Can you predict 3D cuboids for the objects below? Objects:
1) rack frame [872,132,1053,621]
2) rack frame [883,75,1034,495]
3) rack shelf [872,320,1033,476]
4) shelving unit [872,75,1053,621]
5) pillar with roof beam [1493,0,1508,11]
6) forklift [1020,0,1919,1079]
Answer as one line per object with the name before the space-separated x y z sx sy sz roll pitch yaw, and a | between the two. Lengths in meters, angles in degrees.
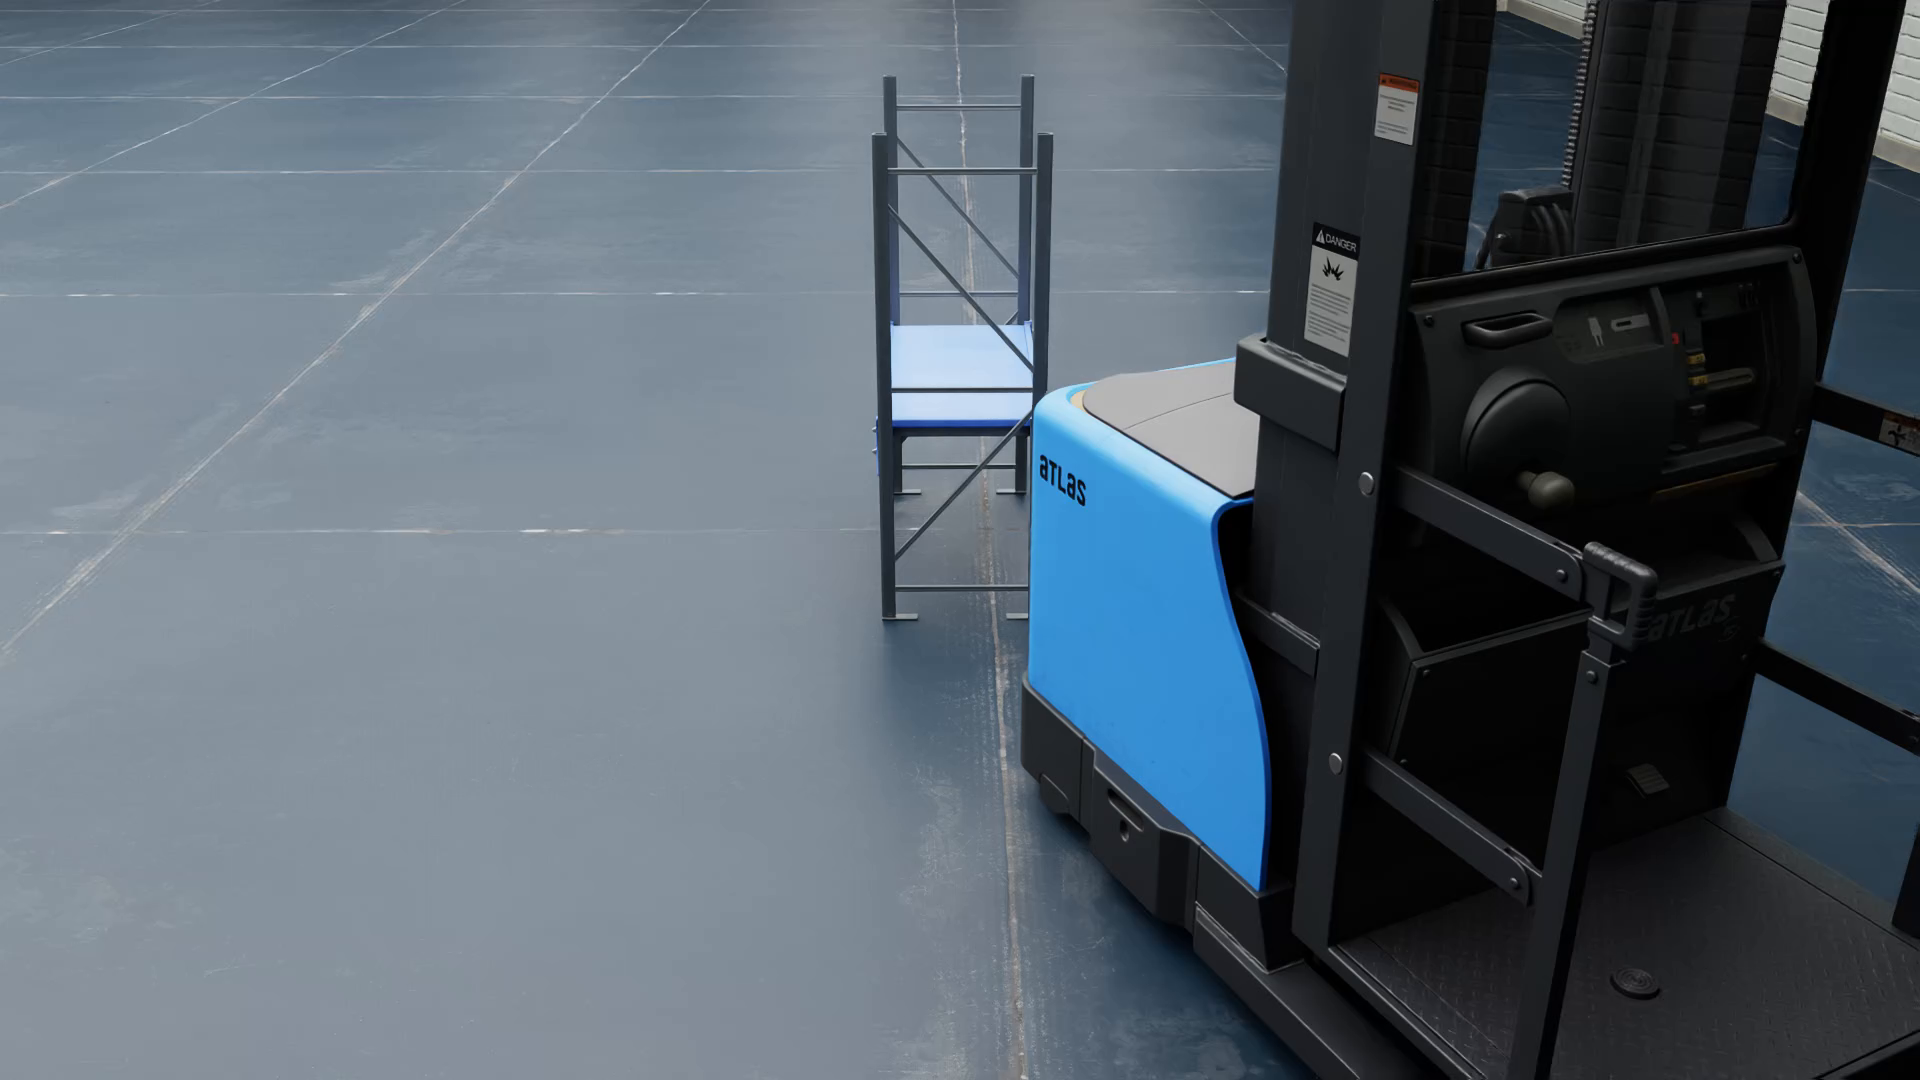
rack frame | 0.006 -0.439 4.900 0.500 1.500 0.032 0 24 -1
rack frame | -0.005 -0.858 5.826 0.500 1.500 0.032 0 24 -1
rack shelf | 0.001 -0.484 5.437 0.538 0.185 1.000 0 24 -1
shelving unit | 0.001 -0.648 5.363 0.538 1.500 1.048 0 24 -1
pillar with roof beam | 1.946 -10.330 17.670 9.100 9.000 0.400 0 24 -1
forklift | 1.272 -0.259 2.766 1.130 2.935 3.031 -12 27 -24
